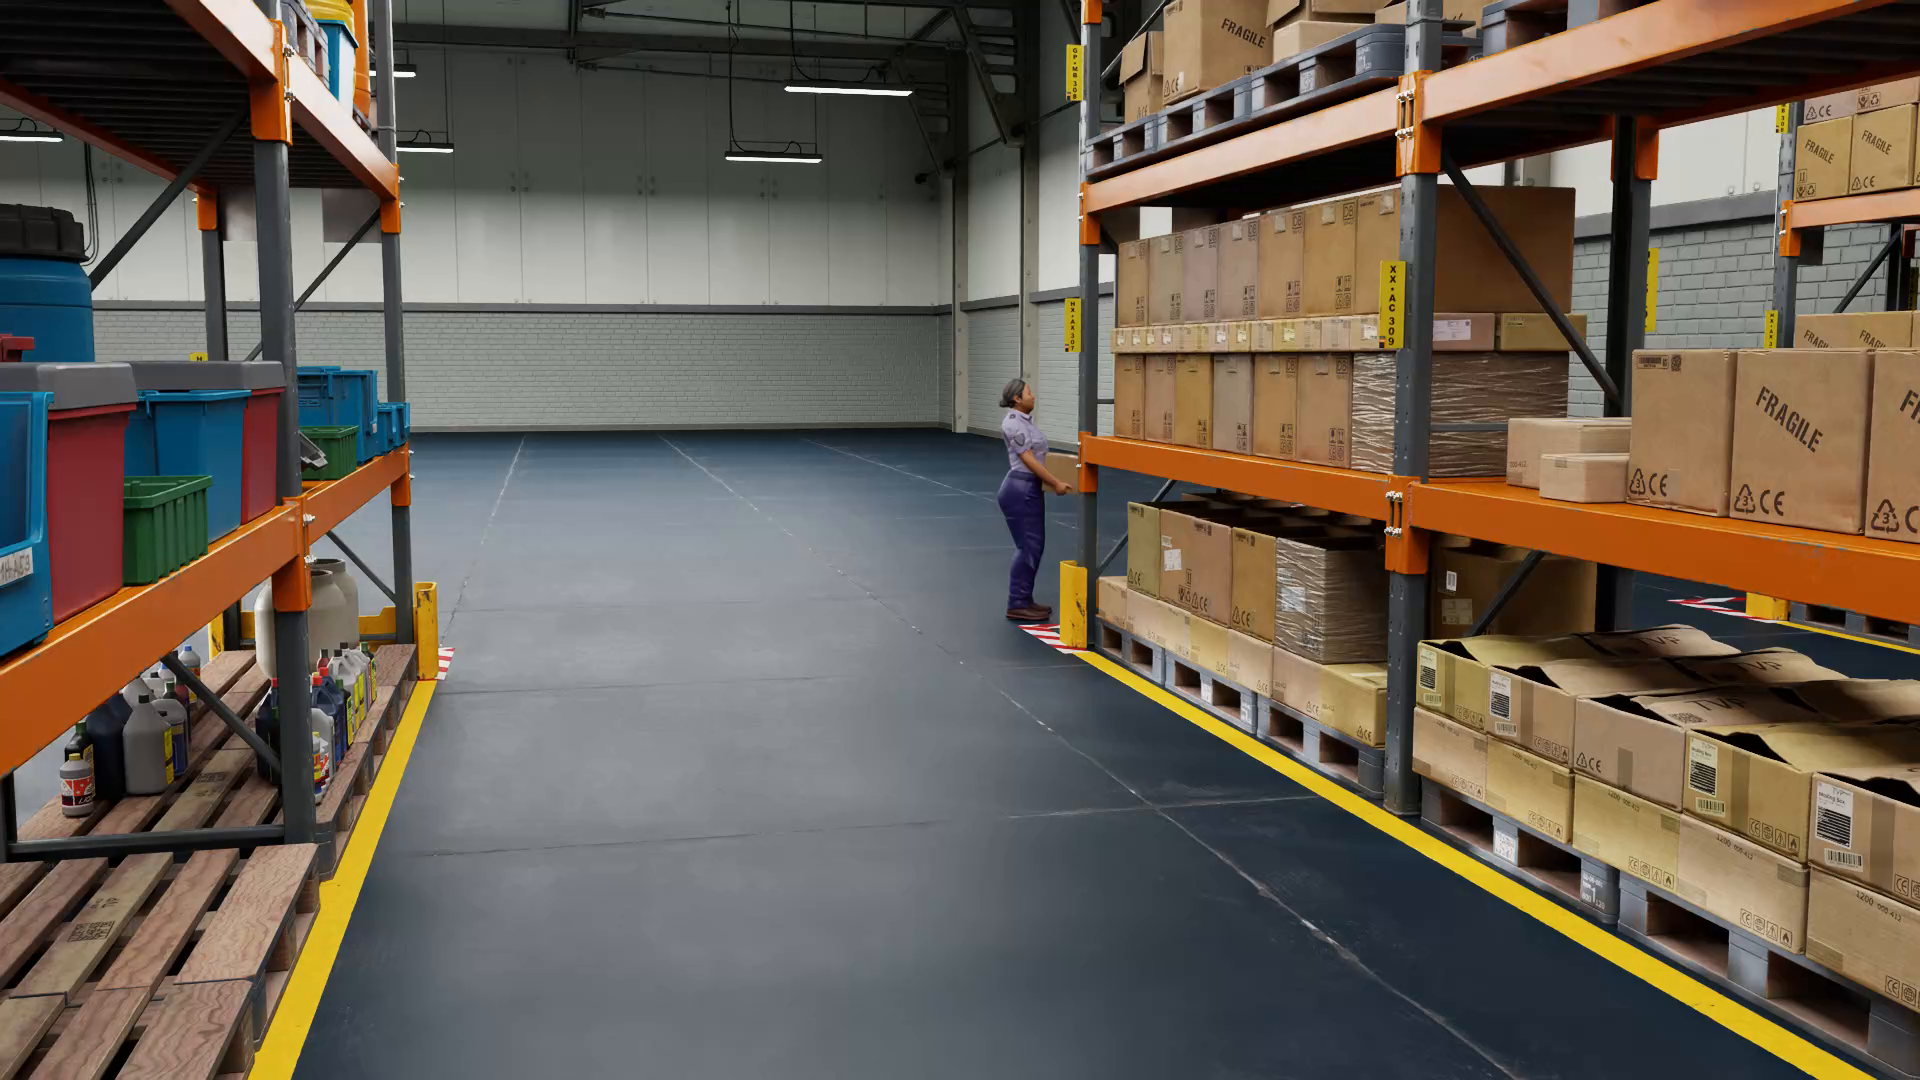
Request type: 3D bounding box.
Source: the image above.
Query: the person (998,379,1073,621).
[{"bbox_3d":[0.525,-0.284,11.403,0.522,1.634,0.452,1,6,7],"label":"person"}]
